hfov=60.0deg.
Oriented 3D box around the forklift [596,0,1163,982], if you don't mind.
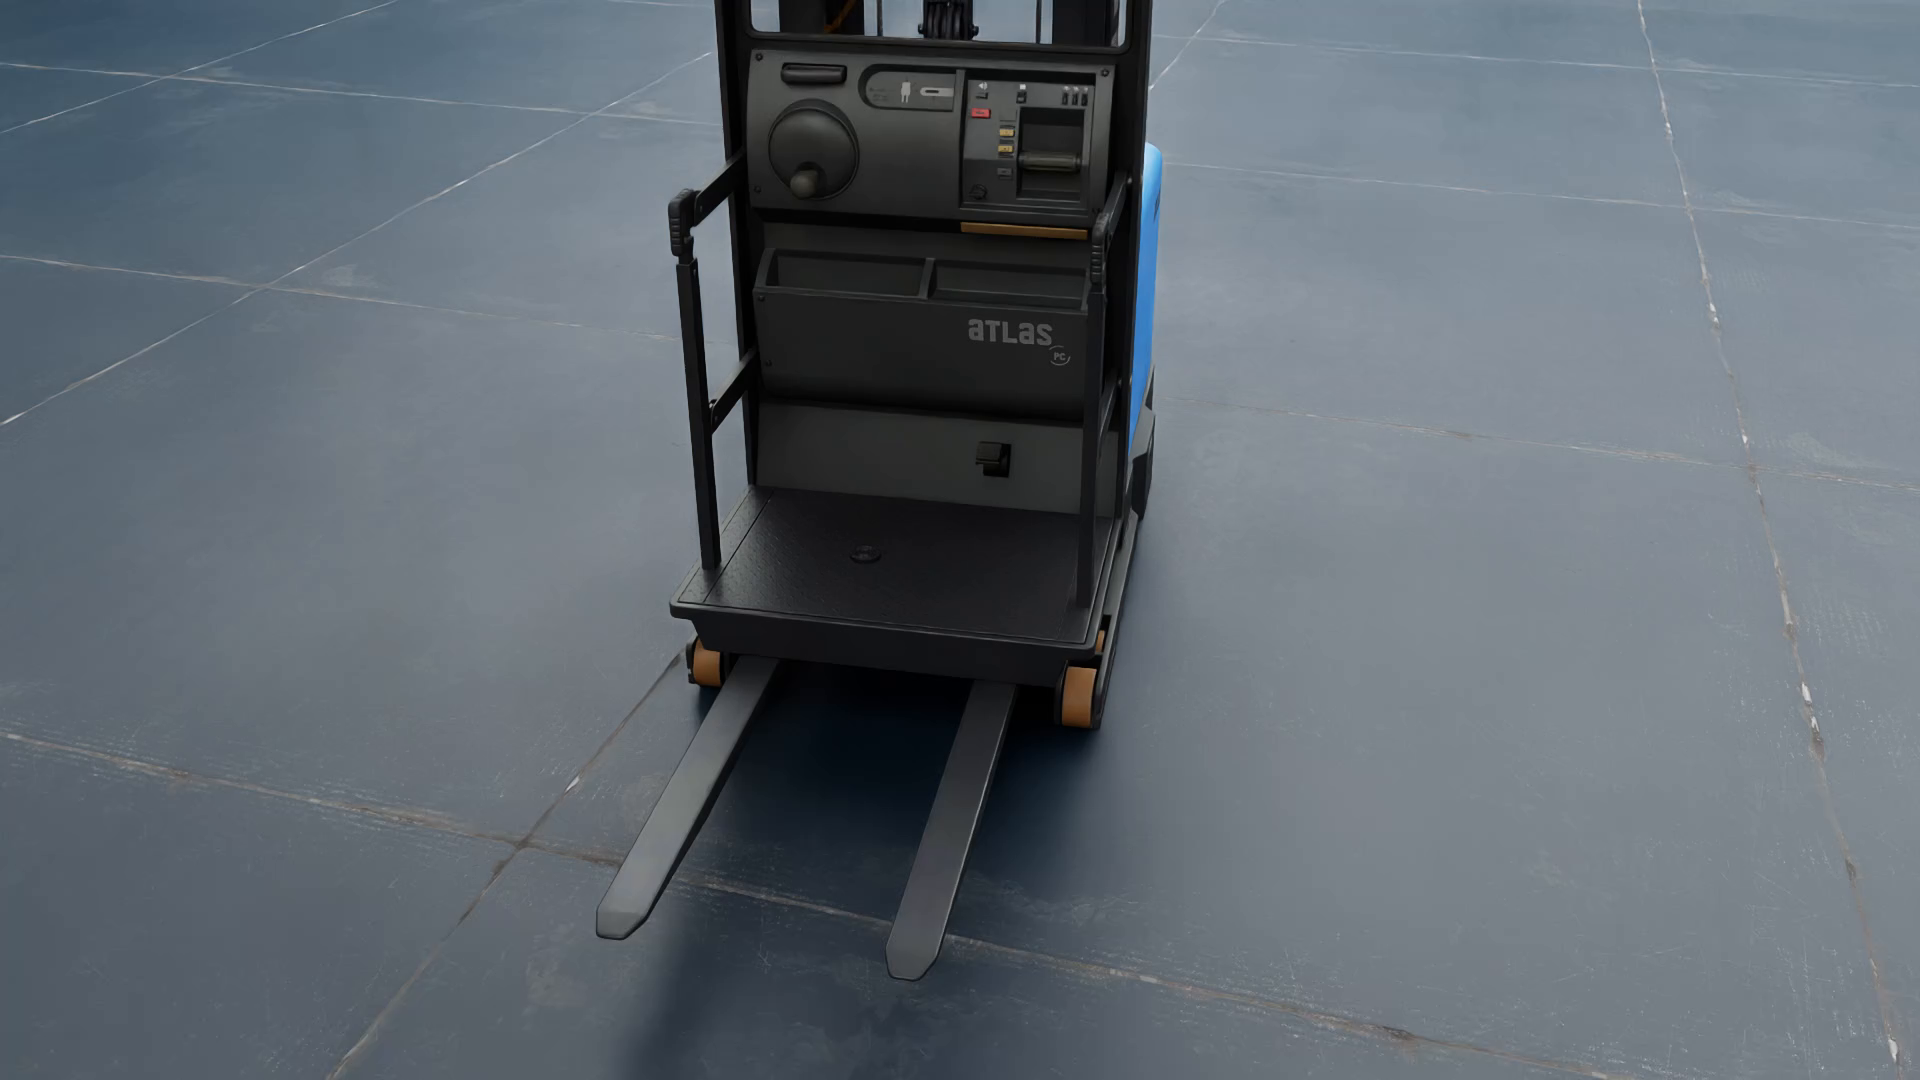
[{"bbox_3d":[-0.120,-0.980,3.997,1.130,2.935,3.031,5,30,10],"label":"forklift"}]
